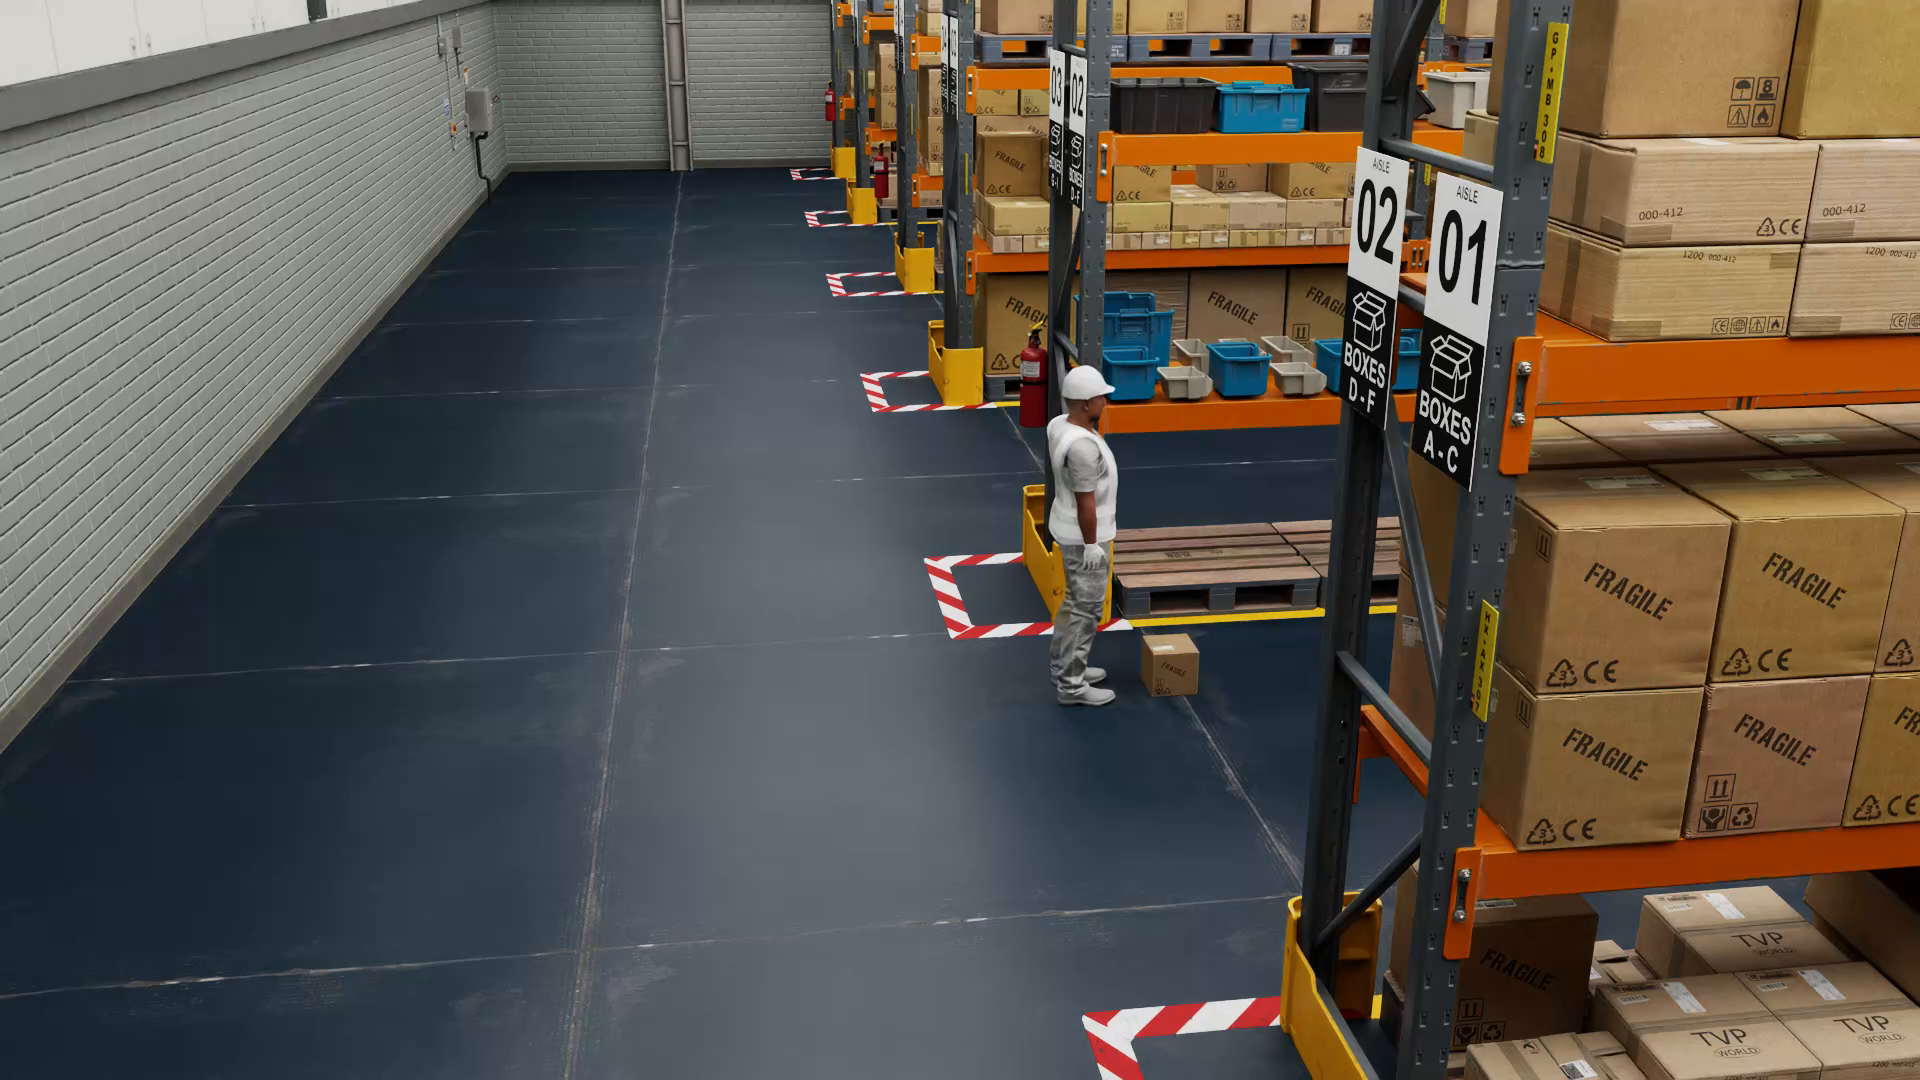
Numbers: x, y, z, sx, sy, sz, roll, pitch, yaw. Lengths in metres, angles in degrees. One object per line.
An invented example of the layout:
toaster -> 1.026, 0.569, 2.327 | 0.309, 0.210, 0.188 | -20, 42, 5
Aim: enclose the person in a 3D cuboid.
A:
person -> 0.633, -0.031, 8.631 | 0.354, 1.779, 0.546 | -2, 20, -7
